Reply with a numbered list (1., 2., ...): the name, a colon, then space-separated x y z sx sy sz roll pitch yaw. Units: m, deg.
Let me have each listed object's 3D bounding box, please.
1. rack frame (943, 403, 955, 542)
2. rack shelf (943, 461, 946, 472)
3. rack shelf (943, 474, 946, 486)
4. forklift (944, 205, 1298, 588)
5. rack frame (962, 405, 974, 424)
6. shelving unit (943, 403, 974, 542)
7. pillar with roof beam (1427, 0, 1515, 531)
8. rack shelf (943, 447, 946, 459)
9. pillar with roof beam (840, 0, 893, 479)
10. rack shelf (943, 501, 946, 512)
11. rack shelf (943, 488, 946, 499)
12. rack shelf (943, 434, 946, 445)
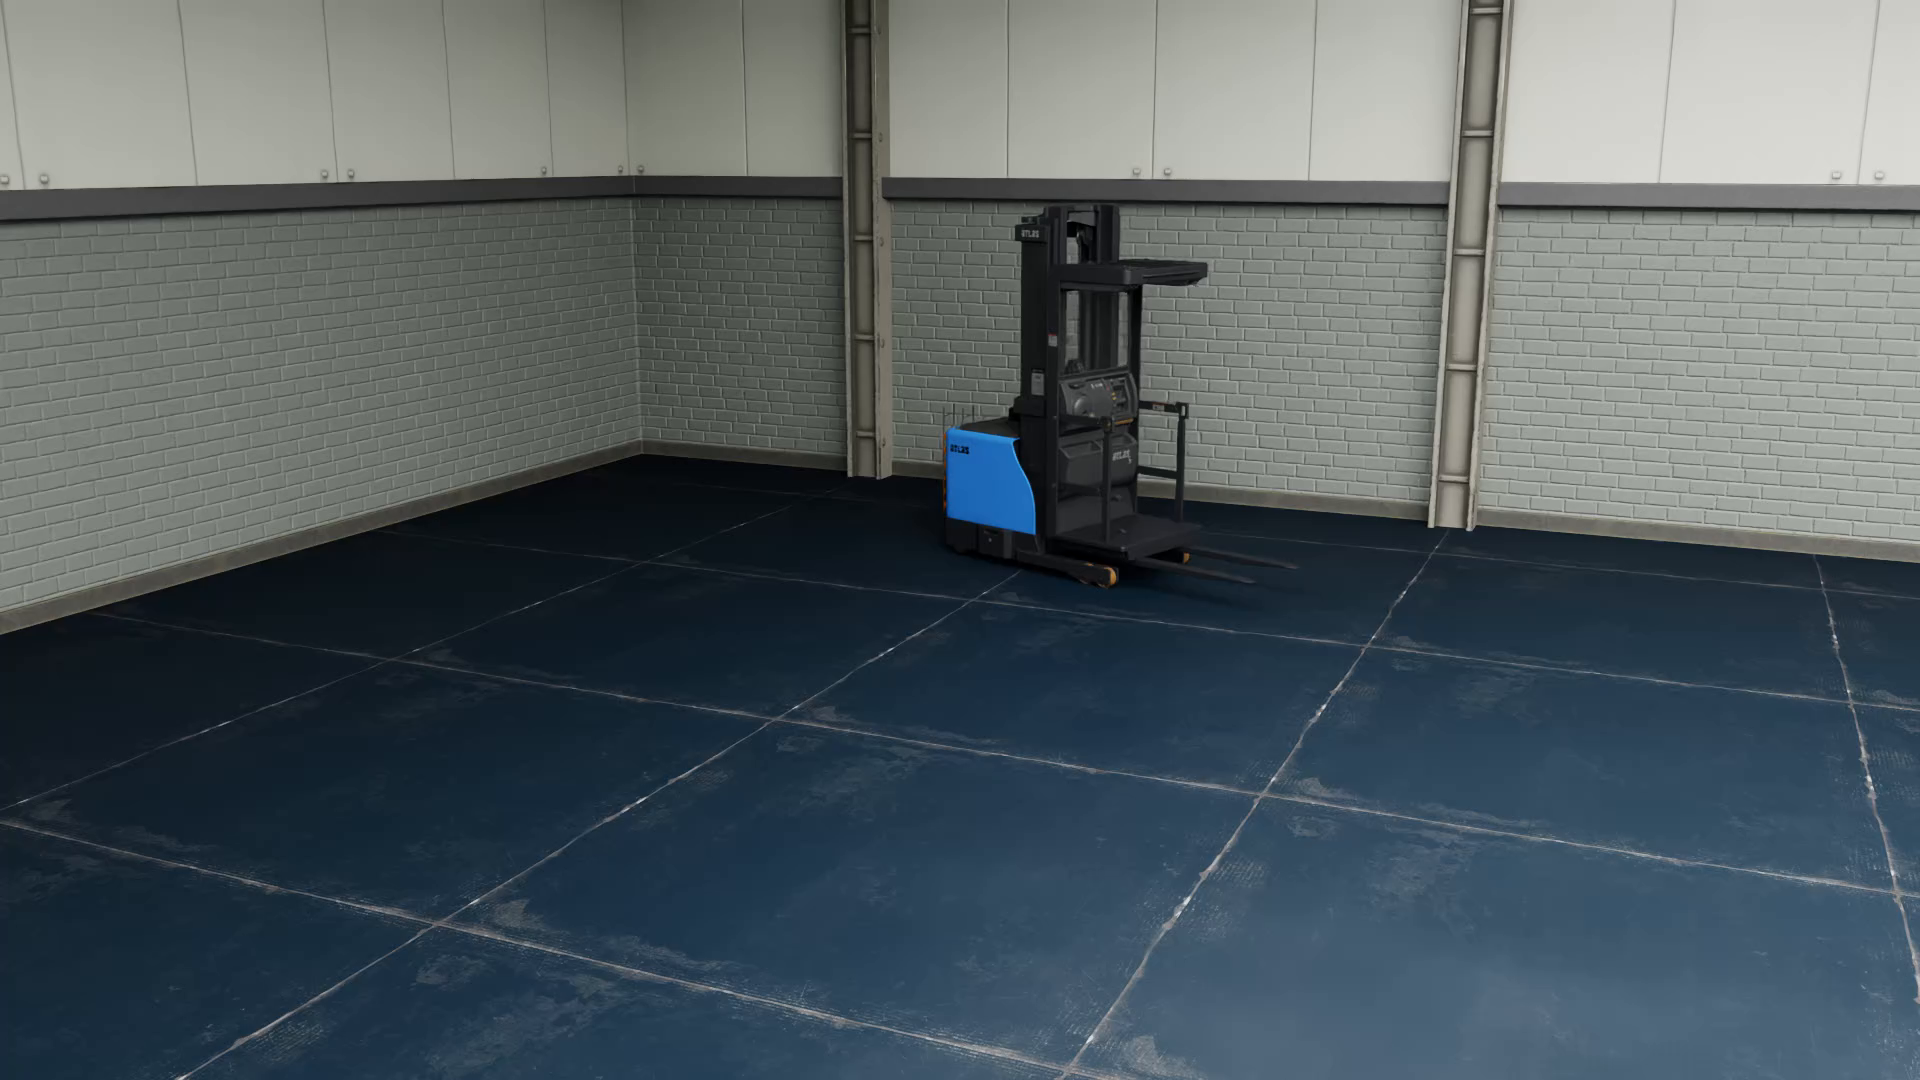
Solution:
1. rack frame: -0.097 -0.594 14.660 0.006 1.200 0.240 6 14 23
2. rack shelf: -0.013 -0.659 14.606 0.180 0.103 0.258 6 14 23
3. rack shelf: -0.013 -0.542 14.634 0.180 0.103 0.258 6 14 23
4. forklift: 1.287 -1.183 13.379 3.031 2.935 1.130 12 18 41
5. rack frame: 0.070 -0.577 14.587 0.006 1.200 0.240 6 14 23
6. shelving unit: -0.013 -0.585 14.623 0.189 1.200 0.258 6 14 23
7. pillar with roof beam: 2.787 -3.613 10.455 0.400 9.000 9.100 6 14 23
8. rack shelf: -0.013 -0.776 14.579 0.180 0.103 0.258 6 14 23
9. pillar with roof beam: -2.699 -4.169 12.821 0.400 9.000 9.100 6 14 23
10. rack shelf: -0.013 -0.309 14.688 0.180 0.103 0.258 6 14 23
11. rack shelf: -0.013 -0.425 14.661 0.180 0.103 0.258 6 14 23
12. rack shelf: -0.013 -0.893 14.551 0.180 0.103 0.258 6 14 23
